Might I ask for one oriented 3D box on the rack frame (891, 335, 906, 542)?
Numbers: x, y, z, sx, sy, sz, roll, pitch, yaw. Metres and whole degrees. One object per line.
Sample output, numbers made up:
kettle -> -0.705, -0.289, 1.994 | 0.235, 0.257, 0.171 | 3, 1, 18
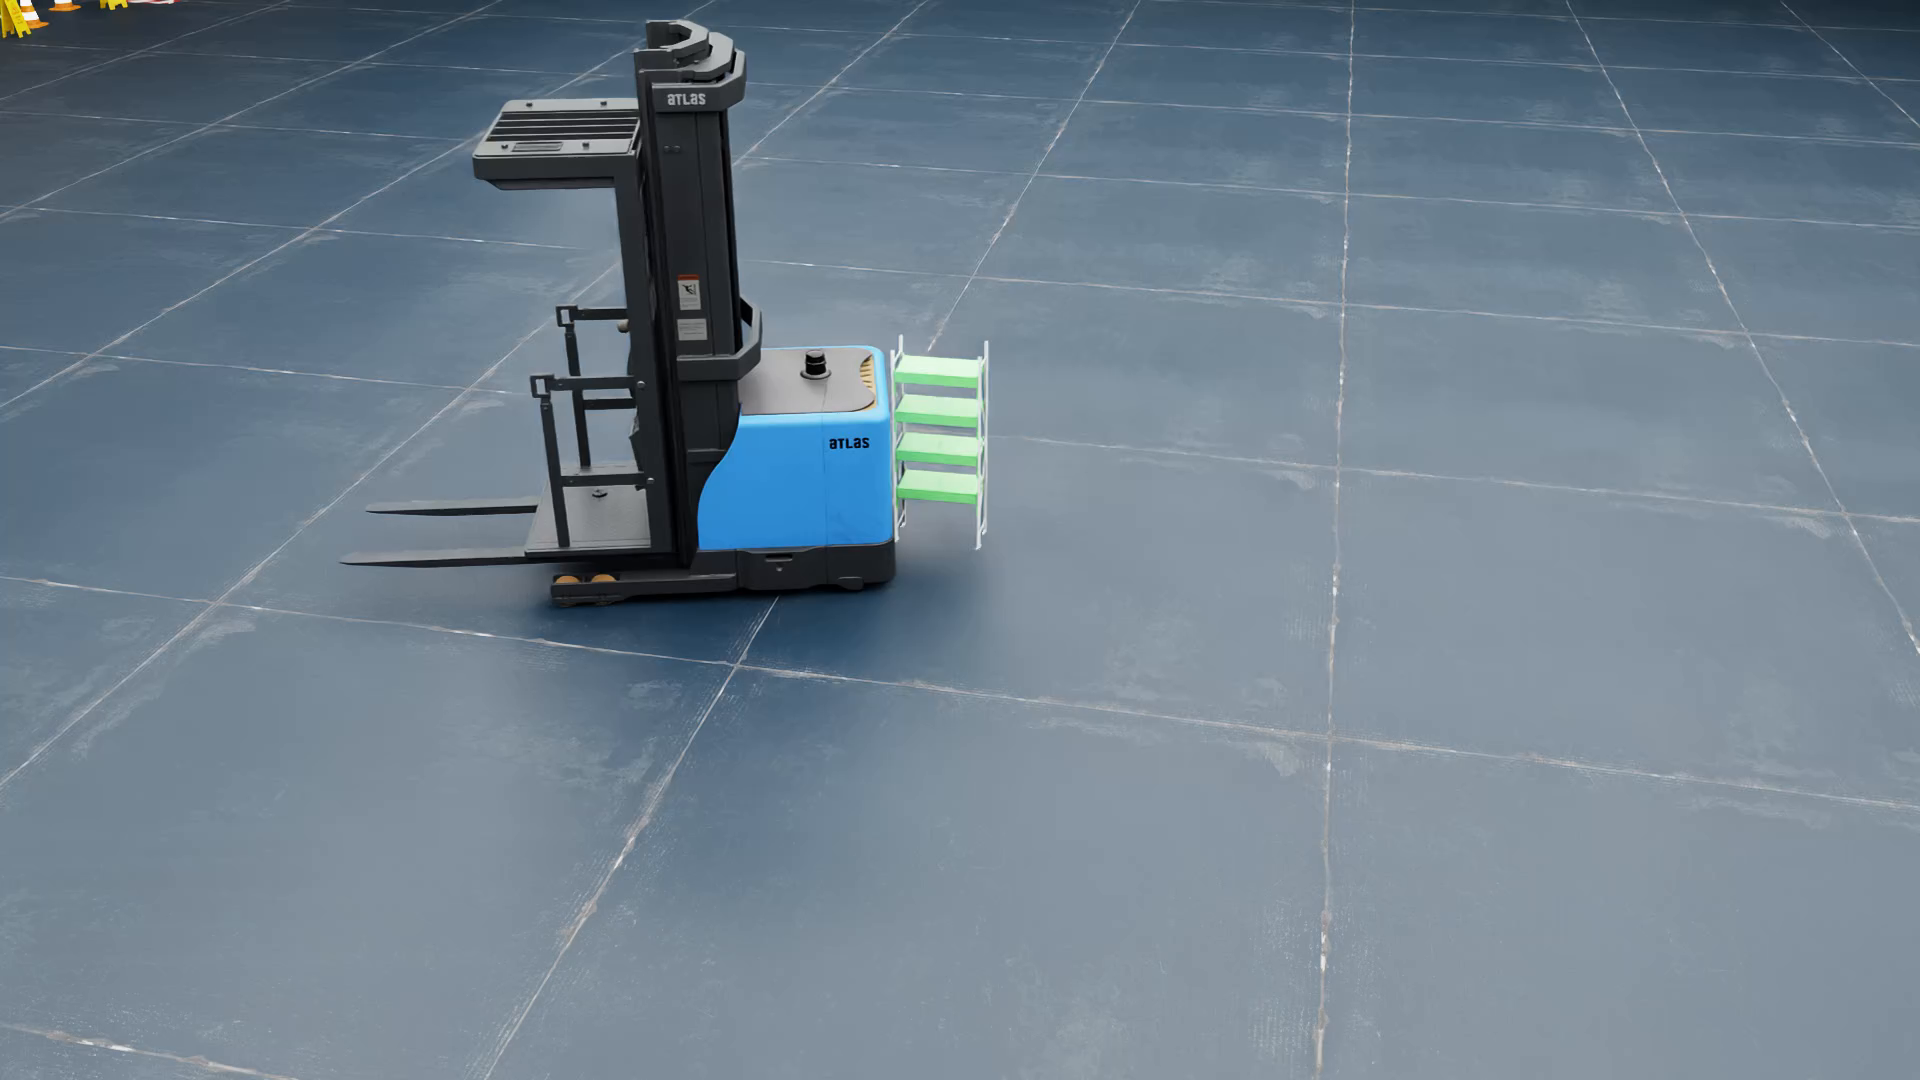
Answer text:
rack frame -> -0.352, -0.569, 9.540 | 0.015, 1.200, 0.240 | 5, 29, 9

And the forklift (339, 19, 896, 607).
forklift -> -1.903, -1.185, 8.863 | 3.031, 2.935, 1.130 | -2, 29, -4

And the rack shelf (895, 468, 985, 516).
rack shelf -> -0.112, -0.281, 9.647 | 0.480, 0.148, 0.258 | 5, 29, 9

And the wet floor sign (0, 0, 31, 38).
wet floor sign -> -12.402, -6.919, 21.716 | 0.232, 0.644, 0.267 | 1, 29, 2

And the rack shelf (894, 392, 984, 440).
rack shelf -> -0.112, -0.702, 9.417 | 0.480, 0.148, 0.258 | 5, 29, 9

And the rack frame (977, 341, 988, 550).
rack frame -> 0.128, -0.527, 9.463 | 0.015, 1.200, 0.240 | 5, 29, 9

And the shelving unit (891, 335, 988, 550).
shelving unit -> -0.112, -0.548, 9.502 | 0.503, 1.200, 0.258 | 5, 29, 9

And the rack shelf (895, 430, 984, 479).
rack shelf -> -0.112, -0.492, 9.532 | 0.480, 0.148, 0.258 | 5, 29, 9

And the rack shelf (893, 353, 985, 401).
rack shelf -> -0.112, -0.913, 9.302 | 0.480, 0.148, 0.258 | 5, 29, 9

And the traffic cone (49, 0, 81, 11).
traffic cone -> -12.599, -7.684, 23.303 | 0.334, 0.463, 0.336 | 6, 29, 11

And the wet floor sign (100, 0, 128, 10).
wet floor sign -> -11.946, -7.805, 23.335 | 0.232, 0.644, 0.267 | 17, 33, 28

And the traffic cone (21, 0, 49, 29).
traffic cone -> -12.498, -7.128, 22.289 | 0.334, 0.463, 0.336 | 6, 29, 11
